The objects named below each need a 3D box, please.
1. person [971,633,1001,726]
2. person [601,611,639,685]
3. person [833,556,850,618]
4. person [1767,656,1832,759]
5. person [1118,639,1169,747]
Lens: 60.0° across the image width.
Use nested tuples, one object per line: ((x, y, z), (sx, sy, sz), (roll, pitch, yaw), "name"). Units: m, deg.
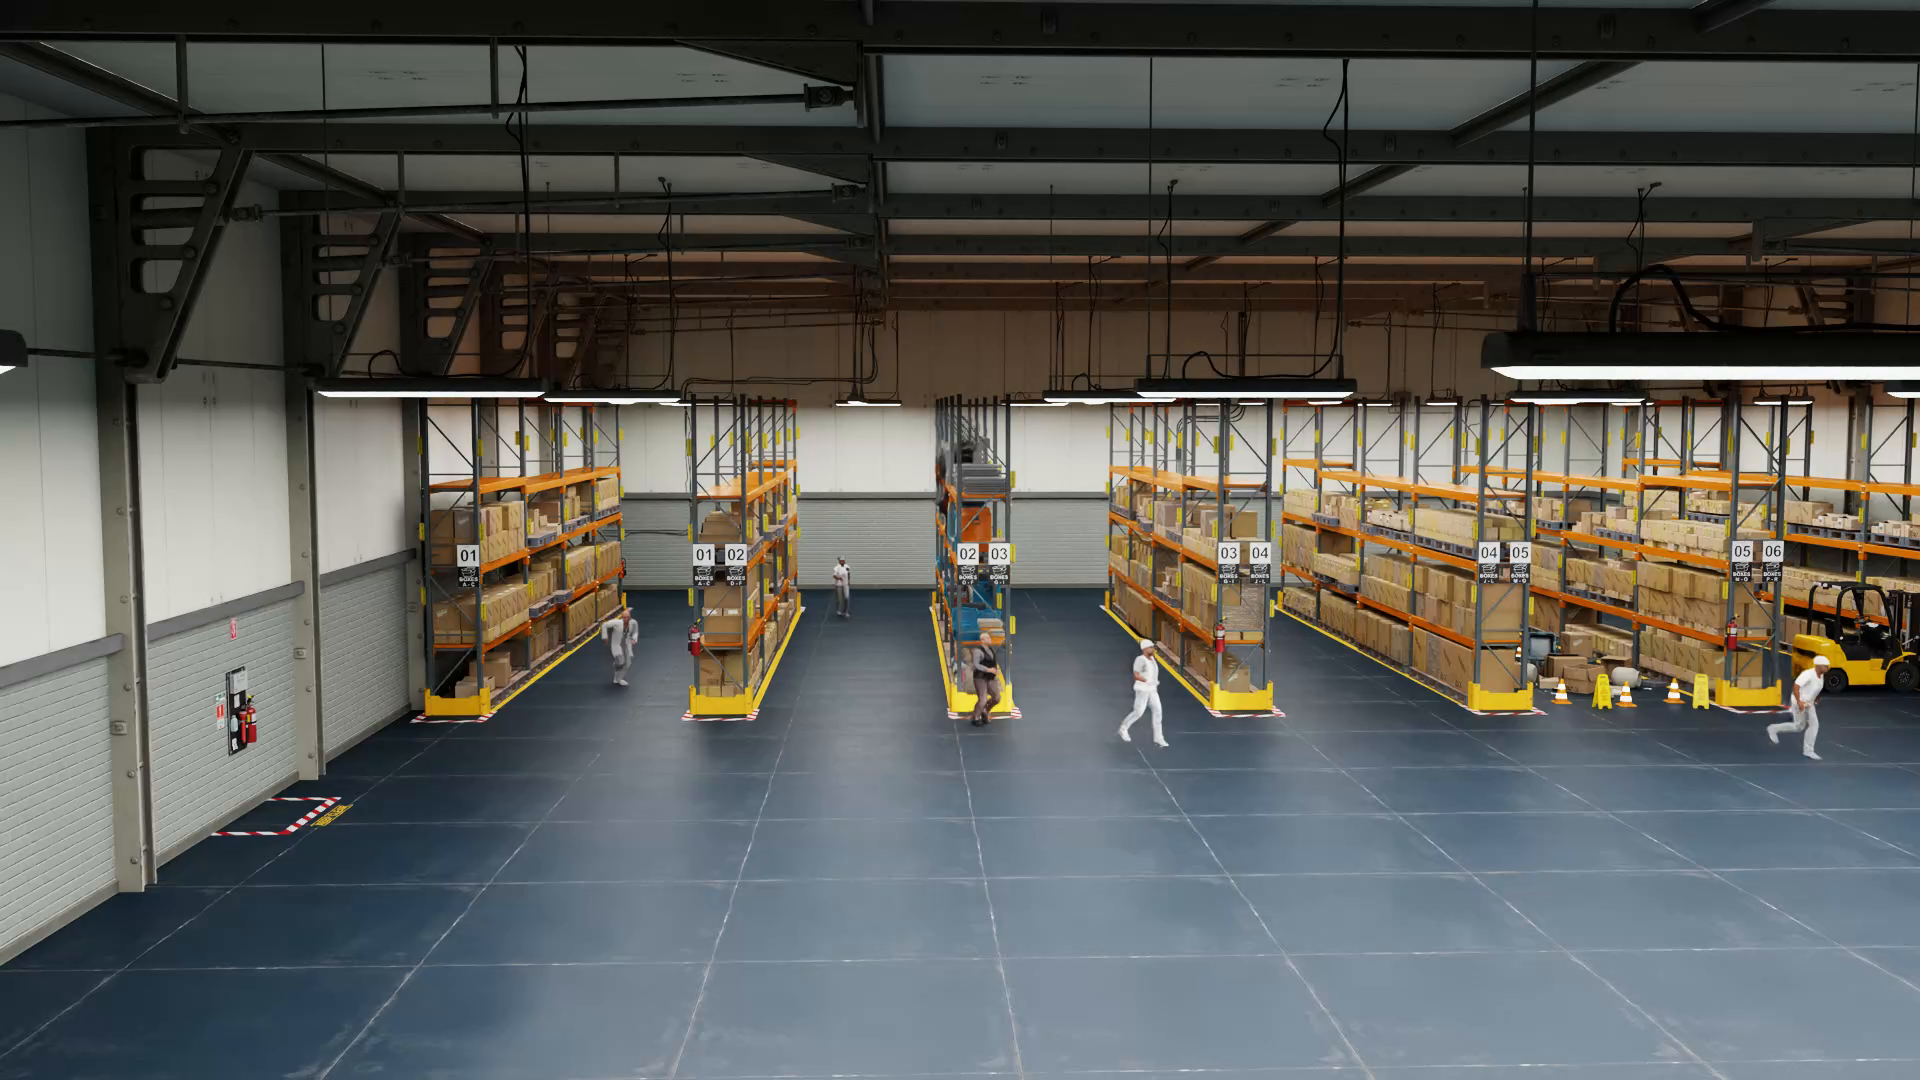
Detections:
((0.495, 2.519, 29.980), (0.648, 1.703, 0.683), (4, 6, 40), "person")
((-7.010, 2.231, 34.345), (0.736, 1.598, 0.868), (-3, 5, -31), "person")
((-3.263, 1.288, 45.896), (0.521, 1.749, 0.787), (-1, 5, -13), "person")
((13.896, 2.734, 27.525), (0.971, 1.708, 0.707), (4, 6, 44), "person")
((3.179, 2.591, 28.383), (0.947, 1.795, 0.721), (3, 6, 37), "person")
